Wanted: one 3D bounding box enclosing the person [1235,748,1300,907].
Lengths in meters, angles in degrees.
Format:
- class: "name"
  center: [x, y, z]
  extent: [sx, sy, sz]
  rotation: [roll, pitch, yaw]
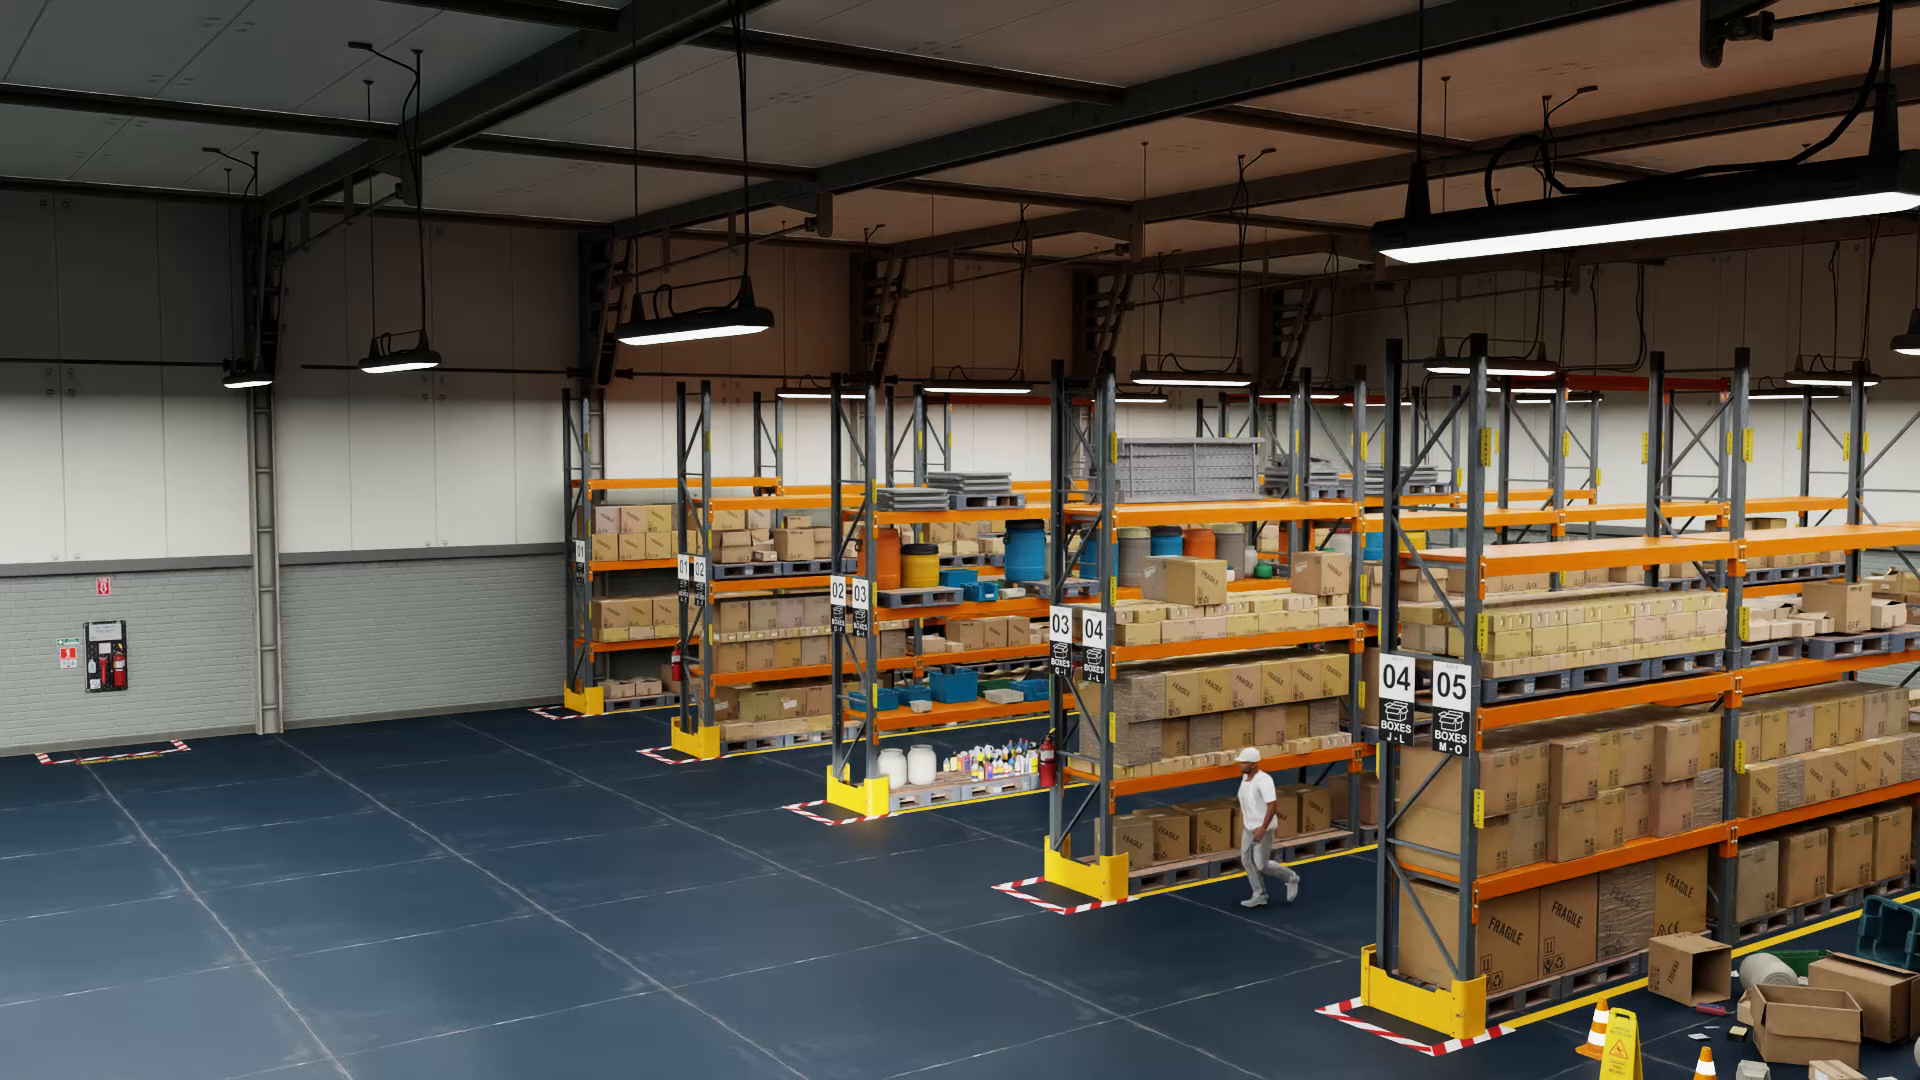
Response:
- class: "person"
  center: [3.356, 3.131, 18.226]
  extent: [0.717, 1.732, 0.630]
  rotation: [-1, 4, -19]
